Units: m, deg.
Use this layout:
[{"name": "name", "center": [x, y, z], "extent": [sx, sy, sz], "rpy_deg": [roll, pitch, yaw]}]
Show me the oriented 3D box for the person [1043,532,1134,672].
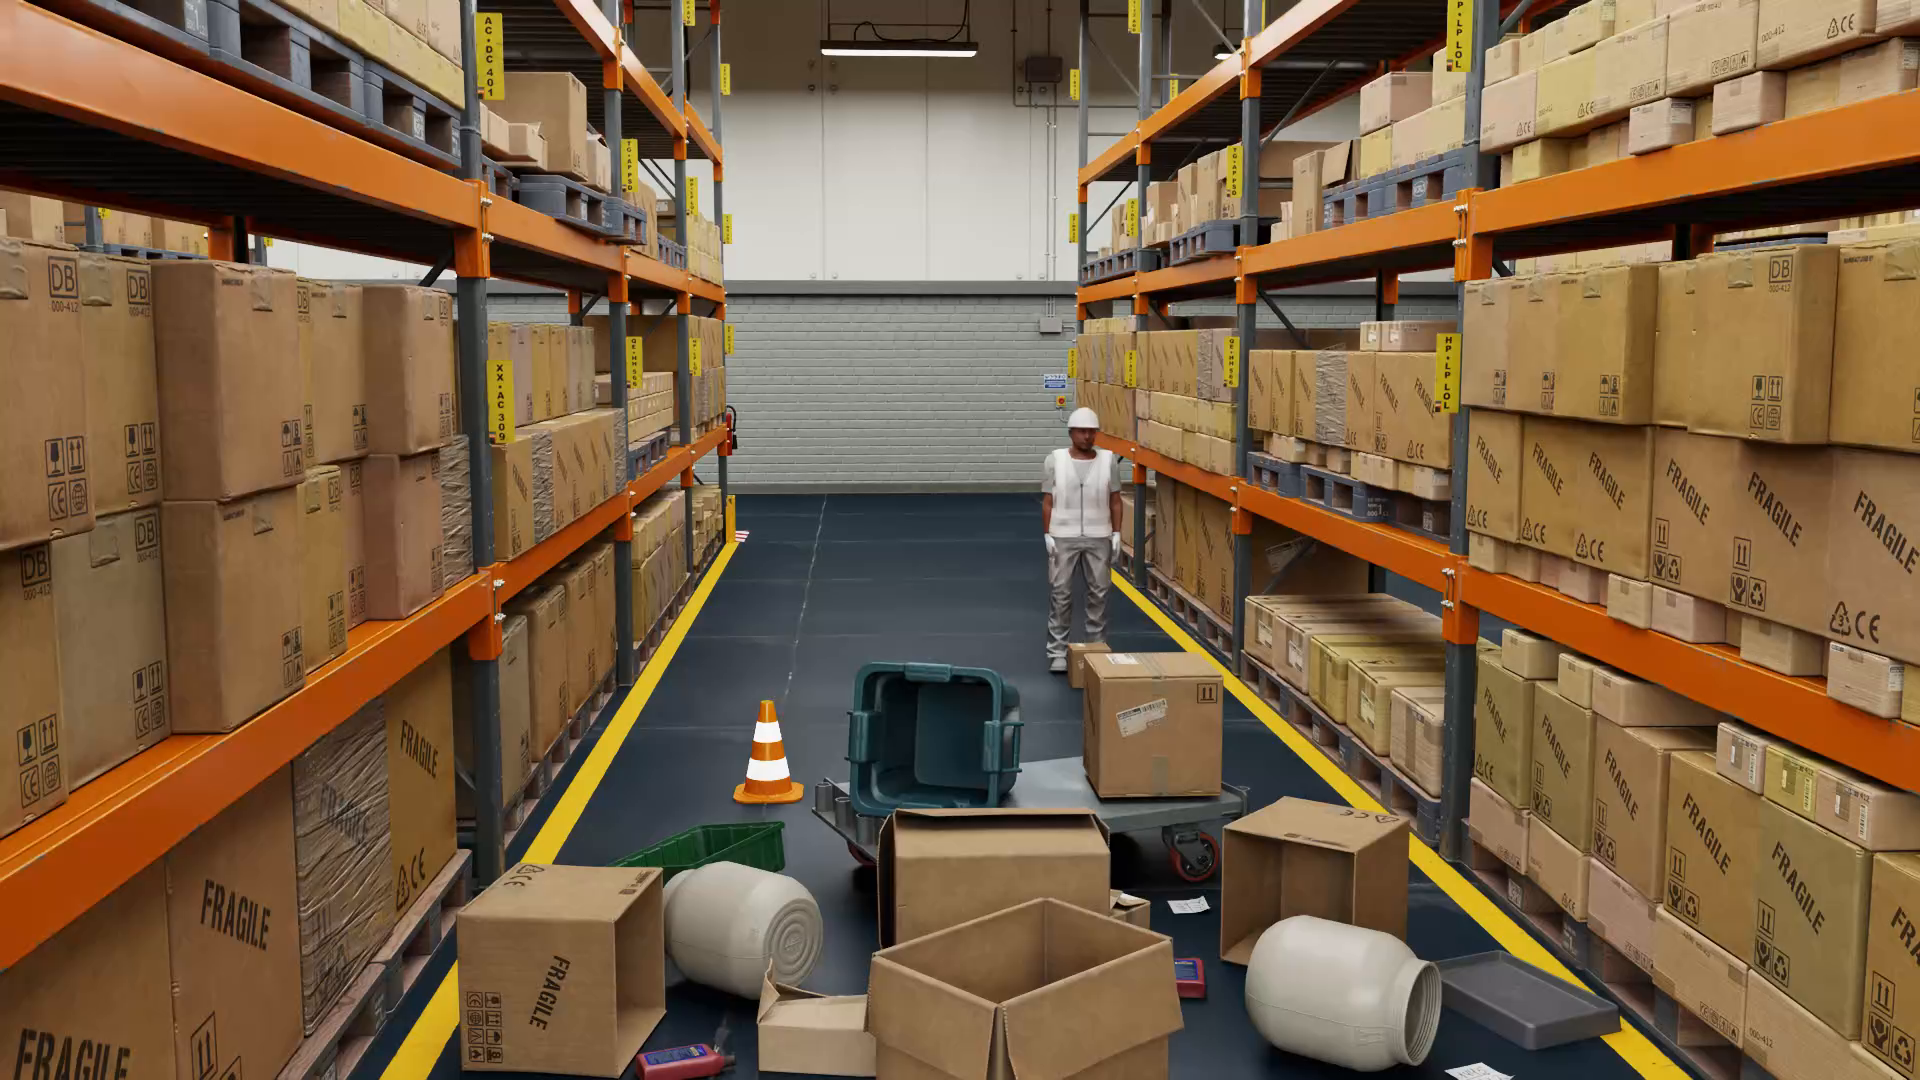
[{"name": "person", "center": [0.849, 0.405, 11.119], "extent": [0.579, 0.992, 0.910], "rpy_deg": [0, 7, -4]}]
